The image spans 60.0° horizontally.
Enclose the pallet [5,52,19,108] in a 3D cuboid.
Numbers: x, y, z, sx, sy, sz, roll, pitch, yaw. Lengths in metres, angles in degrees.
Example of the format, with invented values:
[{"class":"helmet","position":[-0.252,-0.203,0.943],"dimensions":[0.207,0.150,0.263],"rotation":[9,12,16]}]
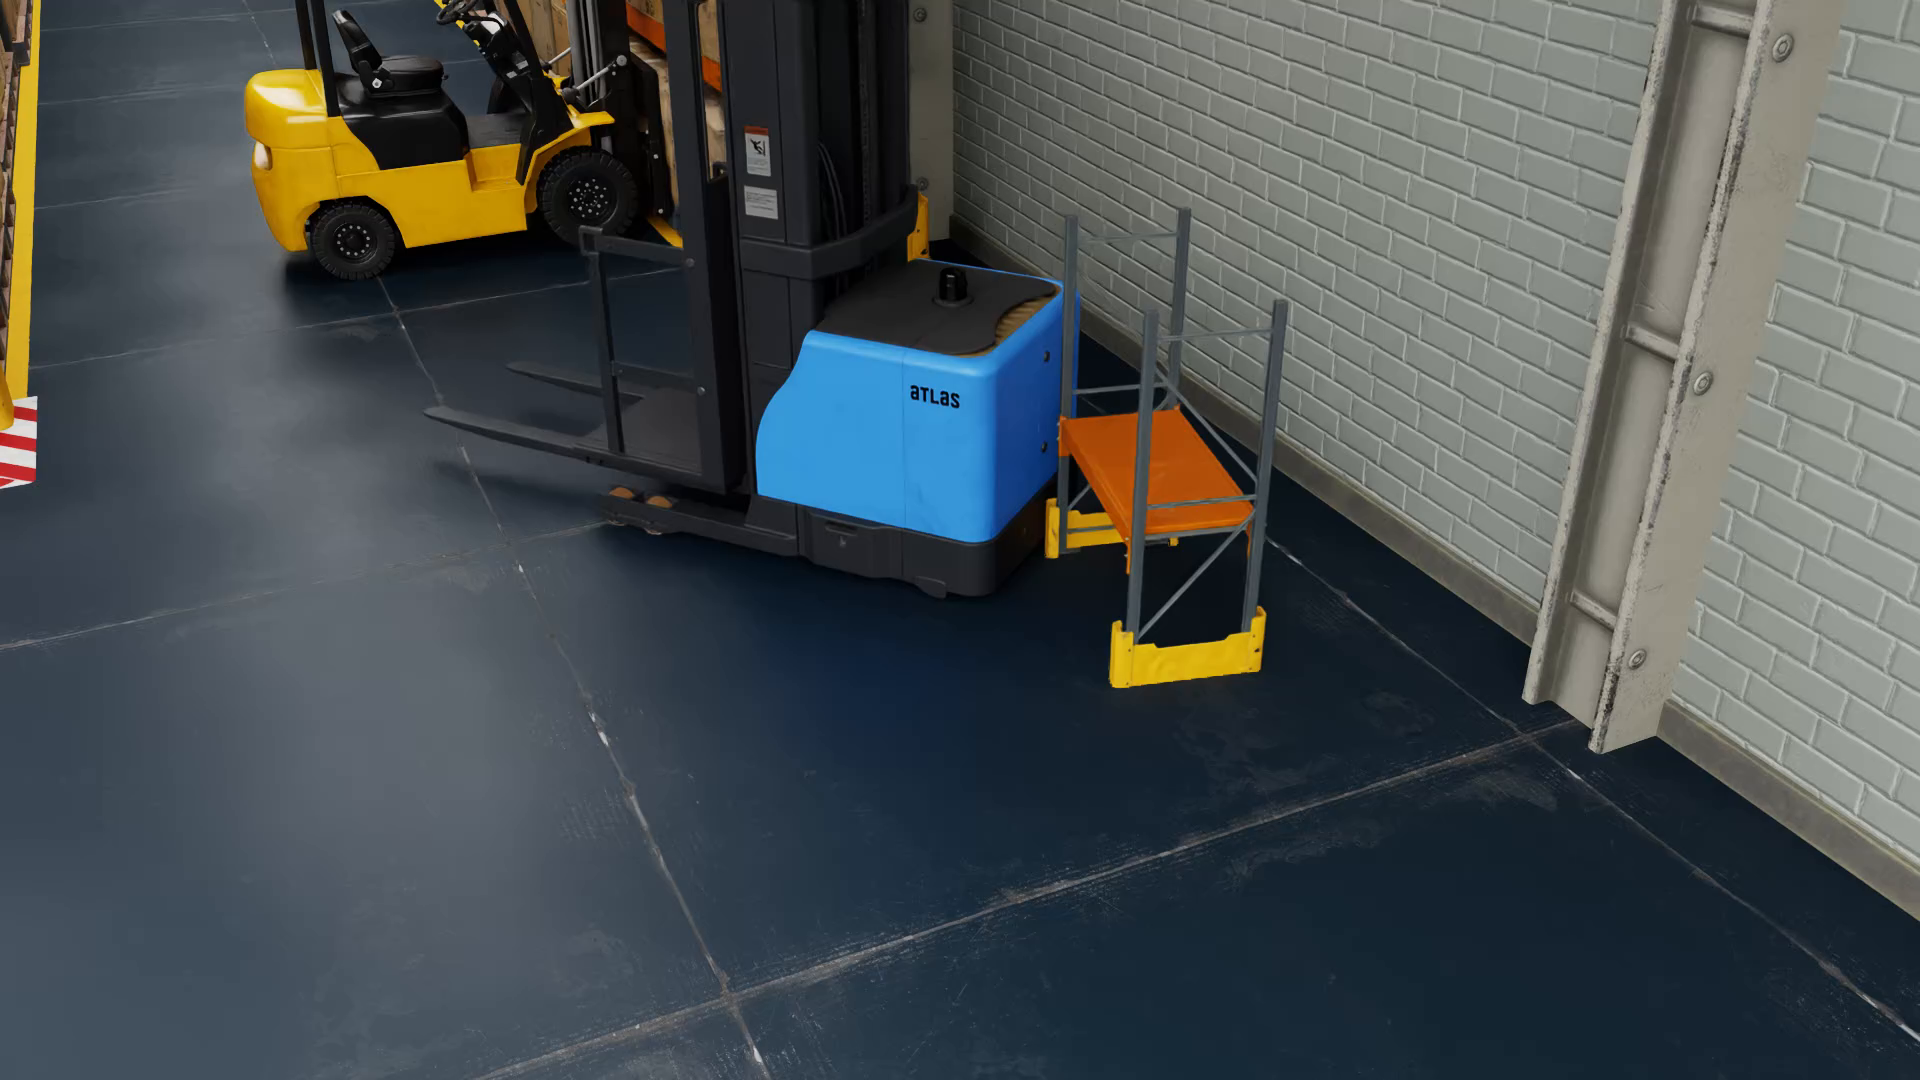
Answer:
[{"class":"pallet","position":[-8.356,-3.749,13.721],"dimensions":[1.003,0.211,1.213],"rotation":[-13,32,-22]}]

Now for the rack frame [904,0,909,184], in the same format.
[{"class":"rack frame","position":[-0.775,-2.821,9.214],"dimensions":[1.000,3.000,0.127],"rotation":[-13,32,-22]}]

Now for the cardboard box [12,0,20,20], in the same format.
[{"class":"cardboard box","position":[-9.291,-5.285,15.351],"dimensions":[0.875,0.875,0.875],"rotation":[-13,32,-21]}]

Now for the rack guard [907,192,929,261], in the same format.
[{"class":"rack guard","position":[-0.764,-1.720,9.807],"dimensions":[1.175,0.500,0.348],"rotation":[-13,32,-22]}]

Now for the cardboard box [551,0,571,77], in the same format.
[{"class":"cardboard box","position":[-2.726,-3.964,13.250],"dimensions":[0.875,0.625,0.625],"rotation":[-12,31,-20]}]

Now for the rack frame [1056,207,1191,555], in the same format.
[{"class":"rack frame","position":[0.655,-0.619,6.821],"dimensions":[0.500,1.500,0.032],"rotation":[-6,30,-10]}]

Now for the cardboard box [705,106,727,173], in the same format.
[{"class":"cardboard box","position":[-1.254,-2.379,9.786],"dimensions":[0.500,0.250,0.500],"rotation":[-12,31,-20]}]

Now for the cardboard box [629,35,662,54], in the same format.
[{"class":"cardboard box","position":[-2.133,-3.283,11.398],"dimensions":[0.500,0.250,0.500],"rotation":[-12,31,-20]}]

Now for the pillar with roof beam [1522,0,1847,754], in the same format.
[{"class":"pillar with roof beam","position":[-1.572,-2.380,2.294],"dimensions":[9.100,9.000,0.400],"rotation":[-13,32,-22]}]

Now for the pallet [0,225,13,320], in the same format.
[{"class":"pallet","position":[-6.125,-1.499,9.708],"dimensions":[1.003,0.211,1.213],"rotation":[-13,32,-22]}]

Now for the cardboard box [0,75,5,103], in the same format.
[{"class":"cardboard box","position":[-7.813,-3.436,12.568],"dimensions":[0.950,0.372,0.625],"rotation":[-12,31,-20]}]

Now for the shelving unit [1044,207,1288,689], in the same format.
[{"class":"shelving unit","position":[0.757,-0.380,6.395],"dimensions":[0.587,1.500,1.083],"rotation":[-6,30,-10]}]

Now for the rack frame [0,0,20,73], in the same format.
[{"class":"rack frame","position":[-8.691,-5.311,13.655],"dimensions":[1.000,3.000,0.127],"rotation":[-13,32,-22]}]

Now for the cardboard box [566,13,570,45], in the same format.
[{"class":"cardboard box","position":[-2.568,-3.729,12.192],"dimensions":[0.500,0.250,0.500],"rotation":[-14,32,-23]}]

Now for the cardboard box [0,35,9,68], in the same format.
[{"class":"cardboard box","position":[-8.457,-4.097,13.746],"dimensions":[0.950,0.372,0.625],"rotation":[-15,33,-25]}]

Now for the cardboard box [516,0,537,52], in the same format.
[{"class":"cardboard box","position":[-3.377,-4.640,14.456],"dimensions":[0.875,0.625,0.625],"rotation":[-14,32,-24]}]

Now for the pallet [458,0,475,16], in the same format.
[{"class":"pallet","position":[-4.496,-5.477,16.801],"dimensions":[1.003,0.211,1.213],"rotation":[-13,32,-22]}]

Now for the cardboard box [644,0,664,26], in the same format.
[{"class":"cardboard box","position":[-1.658,-3.484,10.295],"dimensions":[0.500,0.500,0.500],"rotation":[-14,32,-23]}]

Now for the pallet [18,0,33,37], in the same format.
[{"class":"pallet","position":[-9.481,-4.997,15.946],"dimensions":[1.003,0.211,1.213],"rotation":[-13,32,-22]}]

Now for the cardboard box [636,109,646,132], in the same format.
[{"class":"cardboard box","position":[-1.924,-2.842,11.122],"dimensions":[0.500,0.250,0.500],"rotation":[-13,32,-22]}]

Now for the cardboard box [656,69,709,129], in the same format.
[{"class":"cardboard box","position":[-1.704,-2.824,10.579],"dimensions":[0.500,0.250,0.500],"rotation":[-13,32,-21]}]

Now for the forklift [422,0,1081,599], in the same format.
[{"class":"forklift","position":[-1.037,-1.518,6.961],"dimensions":[3.031,2.935,1.130],"rotation":[13,32,22]}]

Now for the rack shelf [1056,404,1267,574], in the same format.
[{"class":"rack shelf","position":[0.759,-0.219,6.475],"dimensions":[0.538,0.185,1.000],"rotation":[-6,30,-10]}]

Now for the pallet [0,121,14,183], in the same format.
[{"class":"pallet","position":[-7.309,-2.672,11.799],"dimensions":[1.003,0.211,1.213],"rotation":[-13,32,-22]}]

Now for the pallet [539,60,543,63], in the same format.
[{"class":"pallet","position":[-3.371,-4.229,14.576],"dimensions":[1.003,0.211,1.213],"rotation":[-13,32,-22]}]

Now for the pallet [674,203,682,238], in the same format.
[{"class":"pallet","position":[-1.141,-1.934,10.483],"dimensions":[1.003,0.211,1.213],"rotation":[-13,32,-22]}]

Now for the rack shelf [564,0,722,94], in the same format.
[{"class":"rack shelf","position":[-1.633,-3.391,10.966],"dimensions":[1.077,0.370,4.000],"rotation":[-13,32,-22]}]

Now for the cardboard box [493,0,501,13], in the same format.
[{"class":"cardboard box","position":[-3.954,-5.224,15.498],"dimensions":[0.875,0.625,0.625],"rotation":[-12,31,-20]}]

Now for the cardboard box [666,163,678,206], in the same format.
[{"class":"cardboard box","position":[-1.673,-2.391,10.829],"dimensions":[0.500,0.250,0.500],"rotation":[-13,32,-21]}]

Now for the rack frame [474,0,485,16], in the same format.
[{"class":"rack frame","position":[-4.209,-6.355,15.516],"dimensions":[1.000,3.000,0.127],"rotation":[-13,32,-22]}]

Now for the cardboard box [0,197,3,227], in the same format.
[{"class":"cardboard box","position":[-6.239,-2.090,10.293],"dimensions":[0.500,0.250,0.500],"rotation":[-14,32,-23]}]

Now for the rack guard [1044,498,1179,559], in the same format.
[{"class":"rack guard","position":[0.656,-0.074,7.126],"dimensions":[0.587,0.250,0.087],"rotation":[-6,30,-10]}]

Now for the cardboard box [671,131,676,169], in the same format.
[{"class":"cardboard box","position":[-1.472,-2.396,10.327],"dimensions":[0.500,0.250,0.500],"rotation":[-13,32,-22]}]
